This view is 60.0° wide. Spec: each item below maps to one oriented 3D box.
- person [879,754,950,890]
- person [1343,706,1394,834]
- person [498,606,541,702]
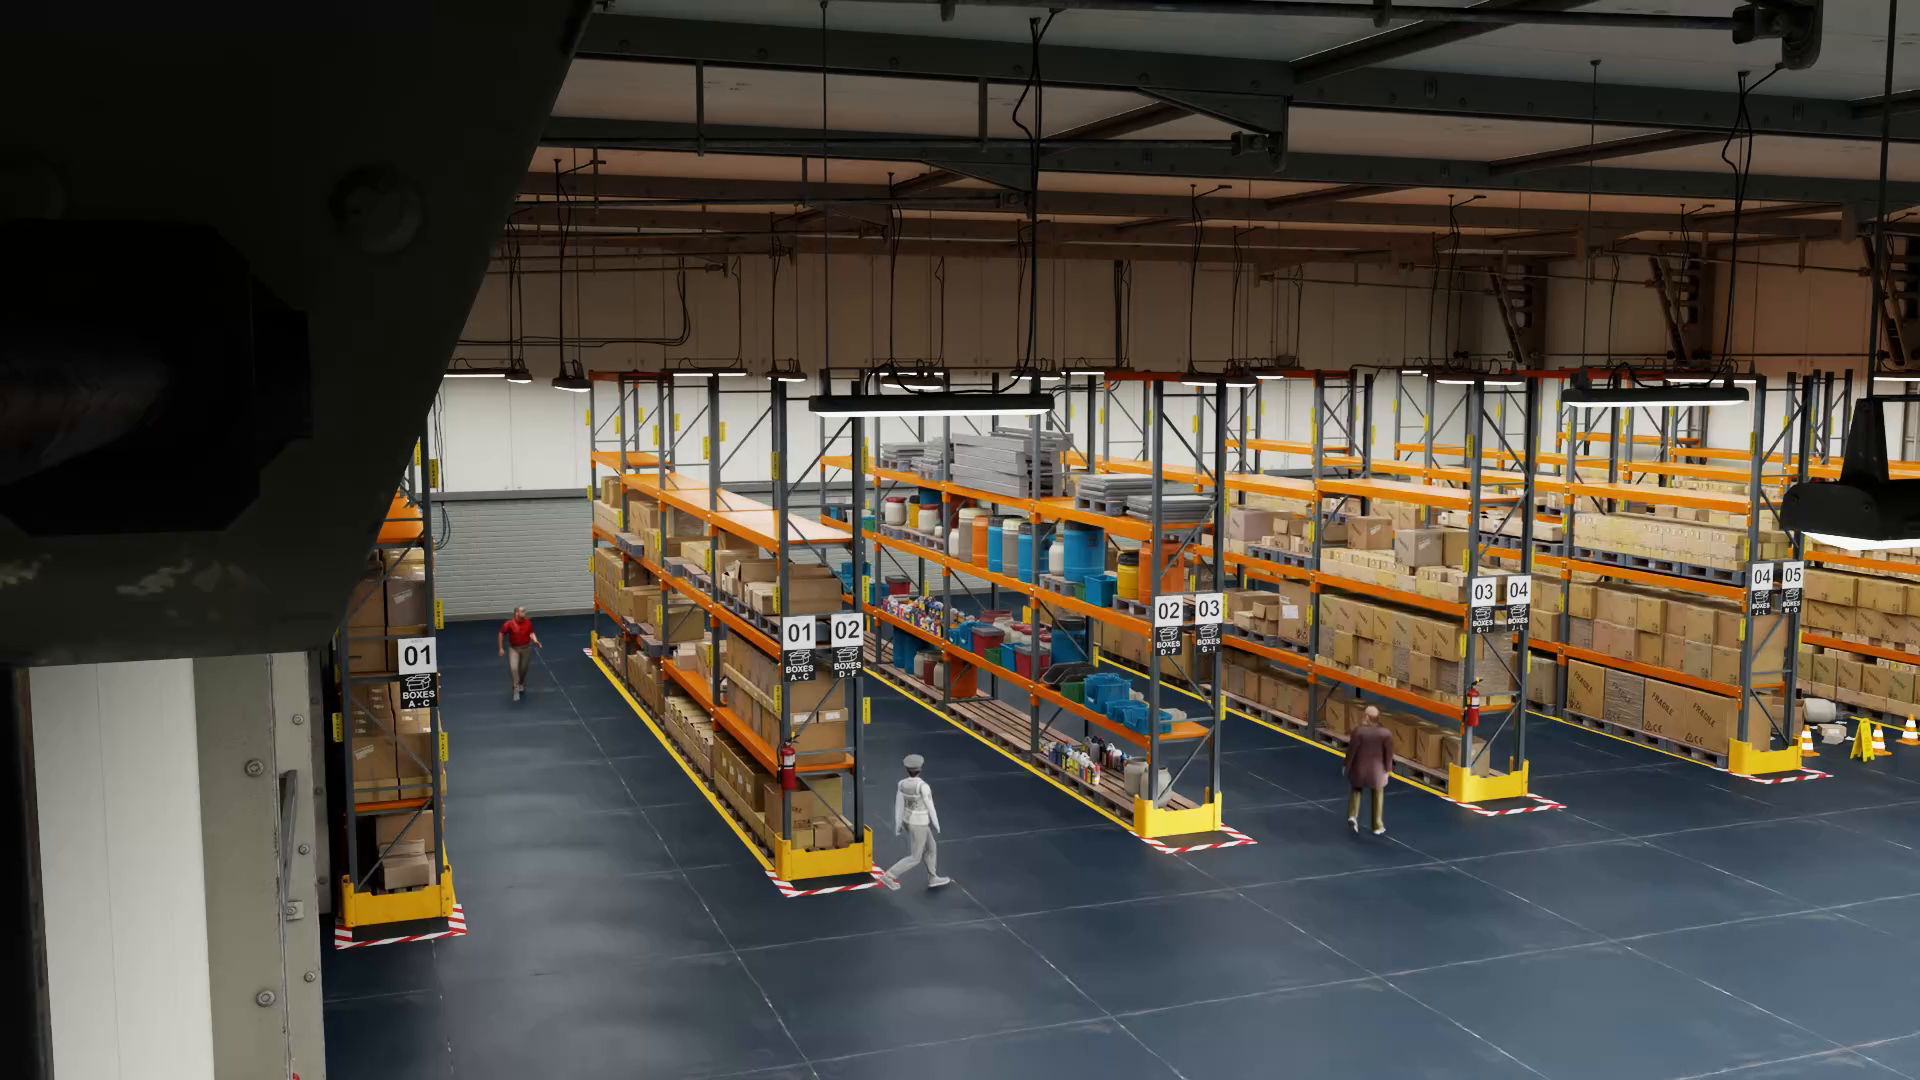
[{"bbox_3d":[-0.527,3.327,19.596,0.905,1.629,0.467,-3,7,-21],"label":"person"},{"bbox_3d":[5.385,3.026,21.945,0.655,1.769,0.654,2,7,21],"label":"person"},{"bbox_3d":[-8.167,2.071,30.835,0.742,1.716,0.995,-2,7,-21],"label":"person"}]
